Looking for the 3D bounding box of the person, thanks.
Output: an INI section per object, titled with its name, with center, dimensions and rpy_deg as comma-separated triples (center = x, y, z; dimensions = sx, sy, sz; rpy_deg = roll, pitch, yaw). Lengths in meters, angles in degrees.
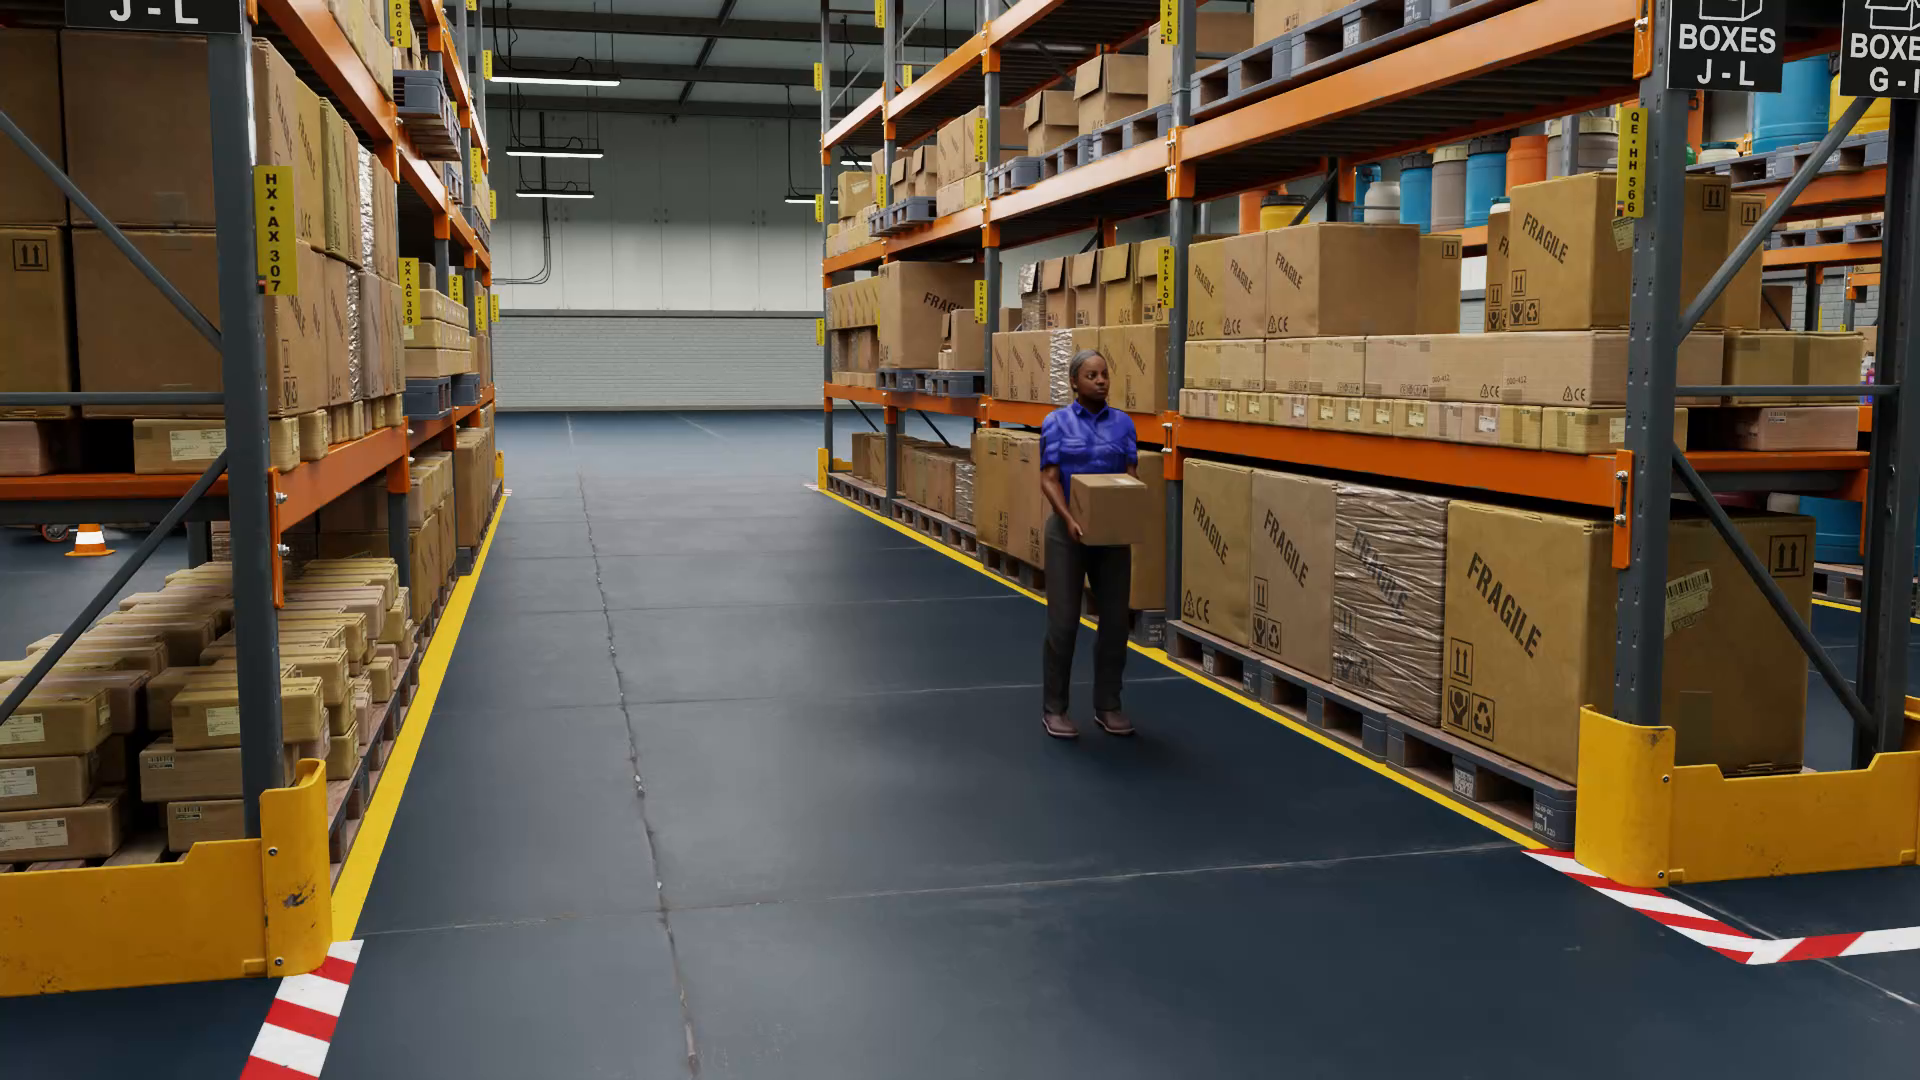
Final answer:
[person]
center = 0.567, 0.018, 7.089
dimensions = 0.451, 1.648, 0.522
rpy_deg = -1, 6, -13
